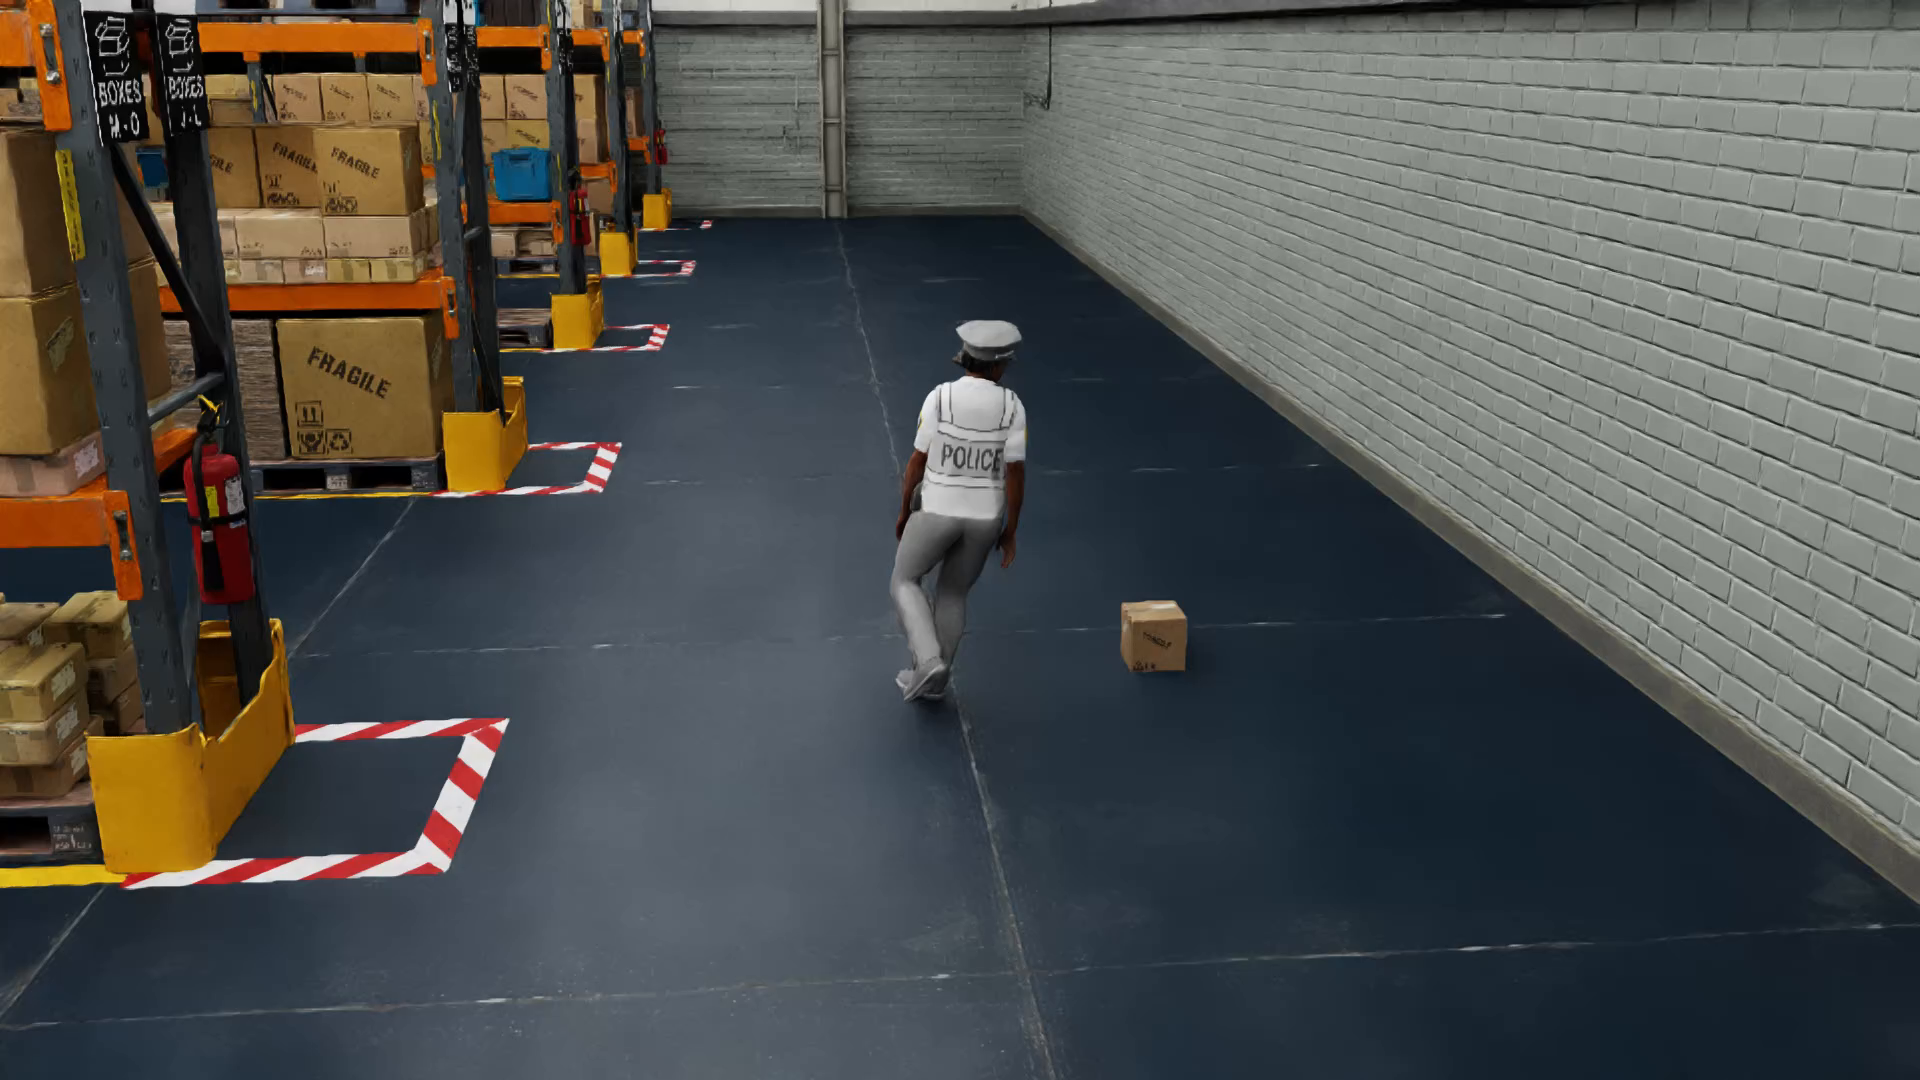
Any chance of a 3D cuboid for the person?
[{"bbox_3d":[-0.010,-0.091,6.896,0.527,1.627,0.555,-4,17,-14],"label":"person"}]
